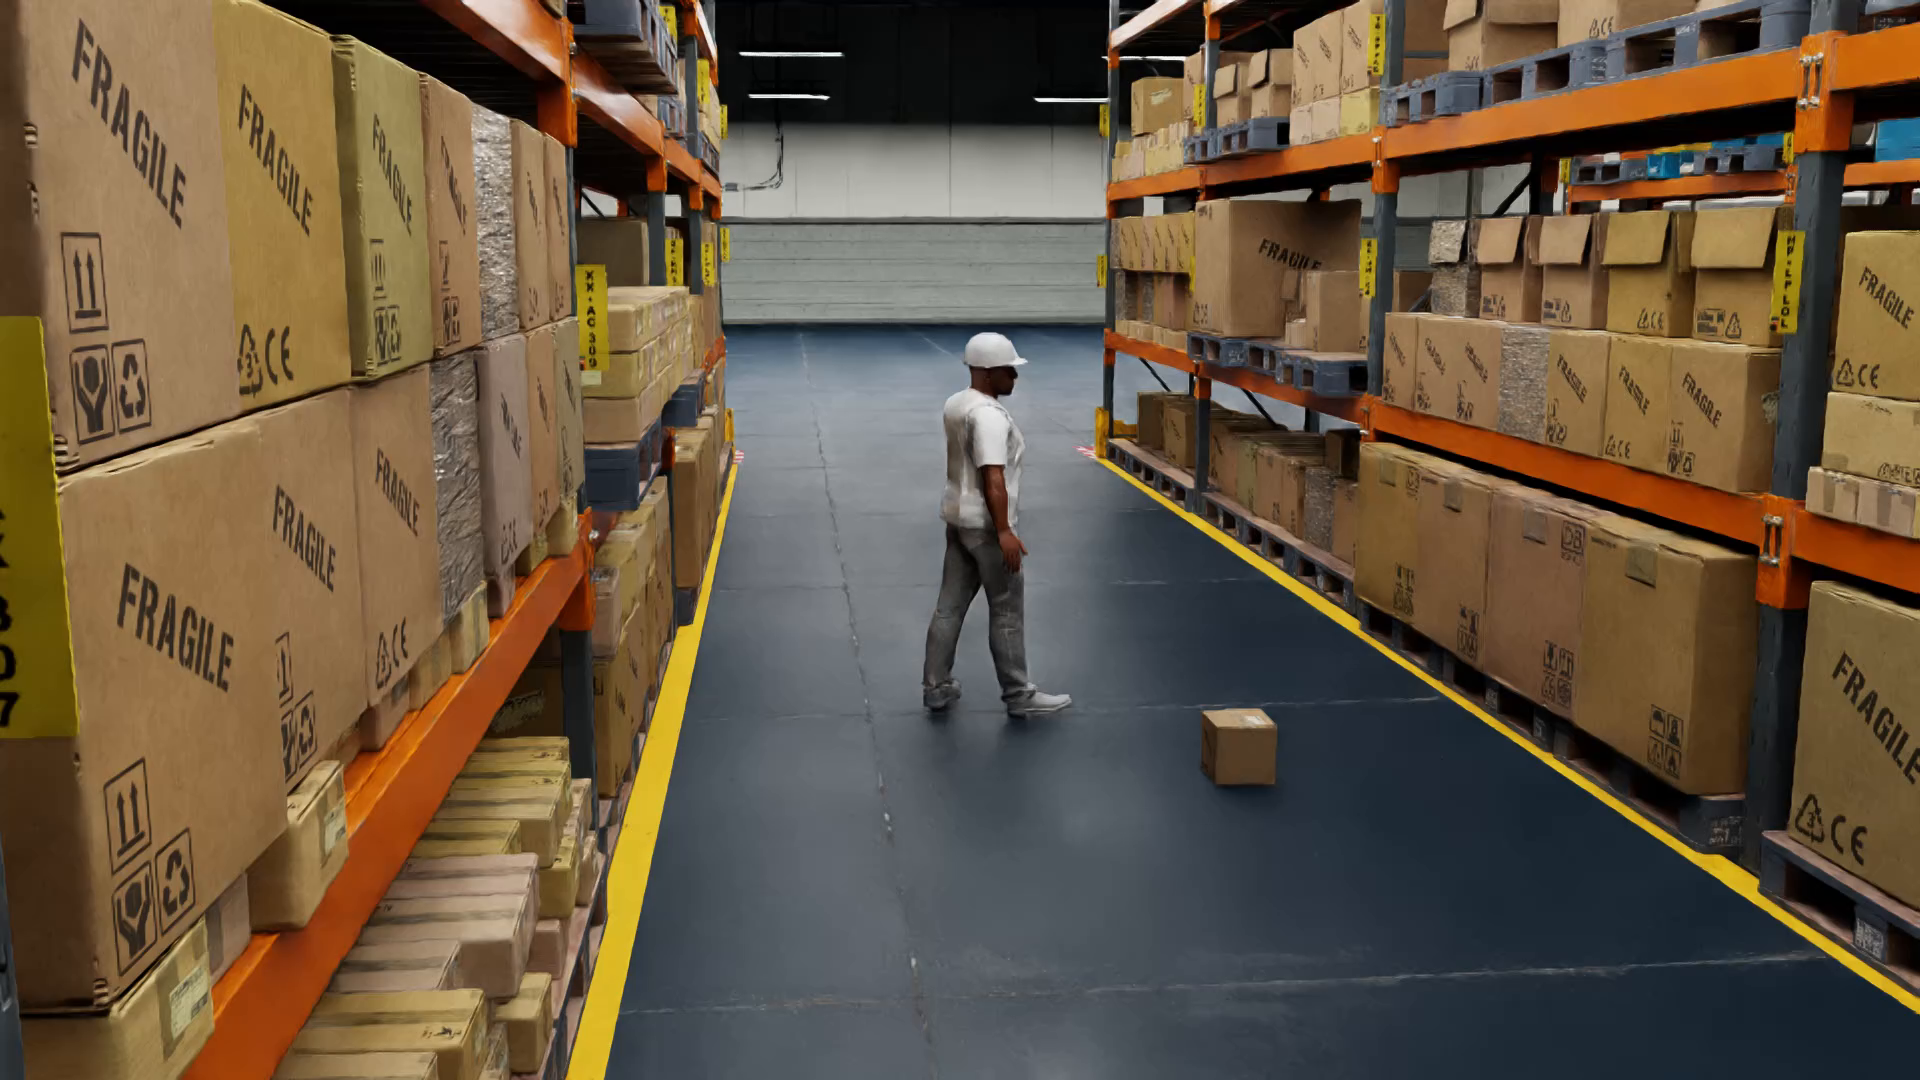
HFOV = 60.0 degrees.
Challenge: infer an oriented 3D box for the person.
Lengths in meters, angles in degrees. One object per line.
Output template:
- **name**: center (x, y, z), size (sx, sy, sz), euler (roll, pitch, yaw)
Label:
- **person**: center (0.166, -0.066, 7.668), size (0.633, 1.766, 0.709), euler (-4, 11, -21)
